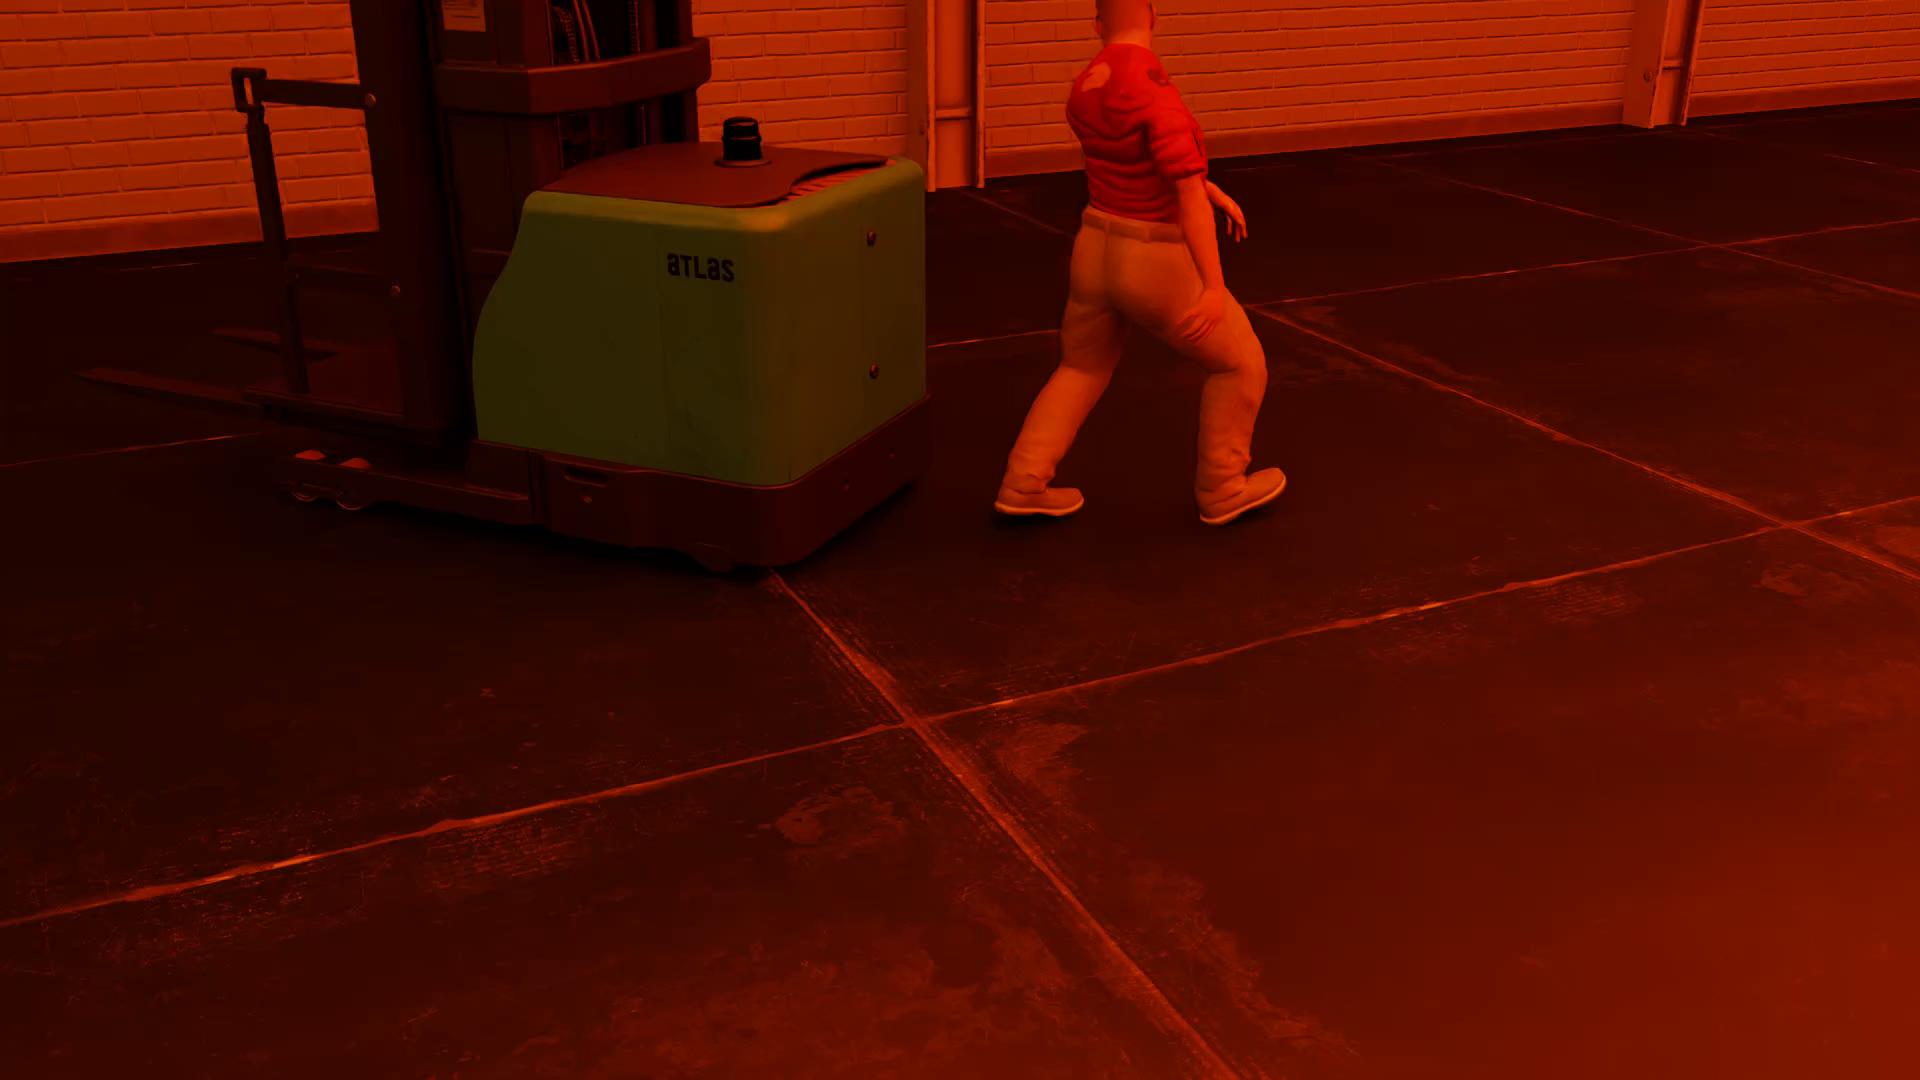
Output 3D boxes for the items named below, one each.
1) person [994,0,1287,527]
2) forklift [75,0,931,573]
[{"bbox_3d":[0.593,-0.822,4.966,0.830,1.639,0.707,-17,28,-35],"label":"person"},{"bbox_3d":[-1.657,-1.620,5.185,3.031,2.935,1.130,10,25,22],"label":"forklift"}]
